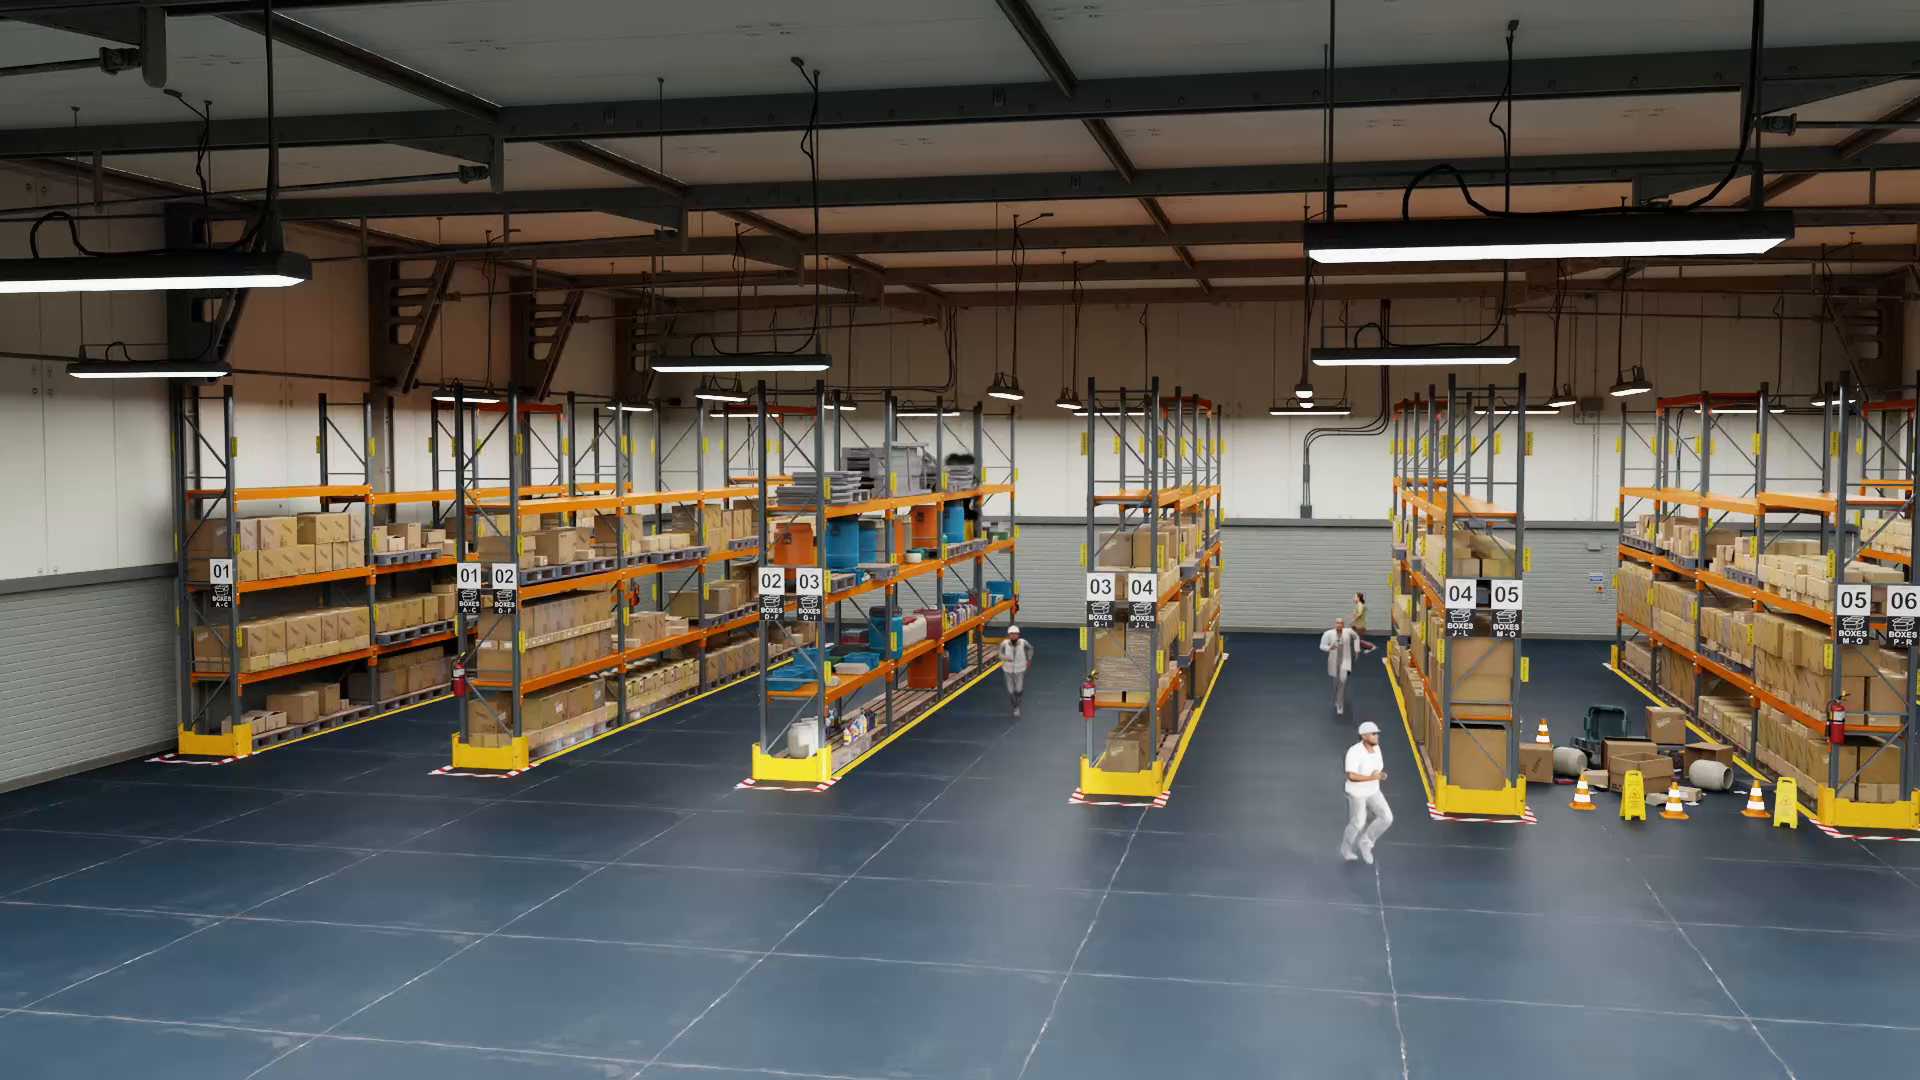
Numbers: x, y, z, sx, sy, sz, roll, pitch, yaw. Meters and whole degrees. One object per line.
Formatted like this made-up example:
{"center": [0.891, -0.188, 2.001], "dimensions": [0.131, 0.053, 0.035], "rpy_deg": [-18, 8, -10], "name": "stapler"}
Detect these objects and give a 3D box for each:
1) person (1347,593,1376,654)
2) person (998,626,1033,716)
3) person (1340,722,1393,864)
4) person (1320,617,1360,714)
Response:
{"center": [9.510, 2.011, 39.756], "dimensions": [0.894, 1.512, 0.650], "rpy_deg": [0, 3, -1], "name": "person"}
{"center": [1.026, 2.431, 30.816], "dimensions": [0.639, 1.713, 0.690], "rpy_deg": [0, 3, 7], "name": "person"}
{"center": [4.842, 3.006, 19.815], "dimensions": [0.737, 1.720, 0.784], "rpy_deg": [-2, 4, -35], "name": "person"}
{"center": [7.204, 2.362, 31.523], "dimensions": [0.746, 1.829, 0.913], "rpy_deg": [1, 3, 13], "name": "person"}
